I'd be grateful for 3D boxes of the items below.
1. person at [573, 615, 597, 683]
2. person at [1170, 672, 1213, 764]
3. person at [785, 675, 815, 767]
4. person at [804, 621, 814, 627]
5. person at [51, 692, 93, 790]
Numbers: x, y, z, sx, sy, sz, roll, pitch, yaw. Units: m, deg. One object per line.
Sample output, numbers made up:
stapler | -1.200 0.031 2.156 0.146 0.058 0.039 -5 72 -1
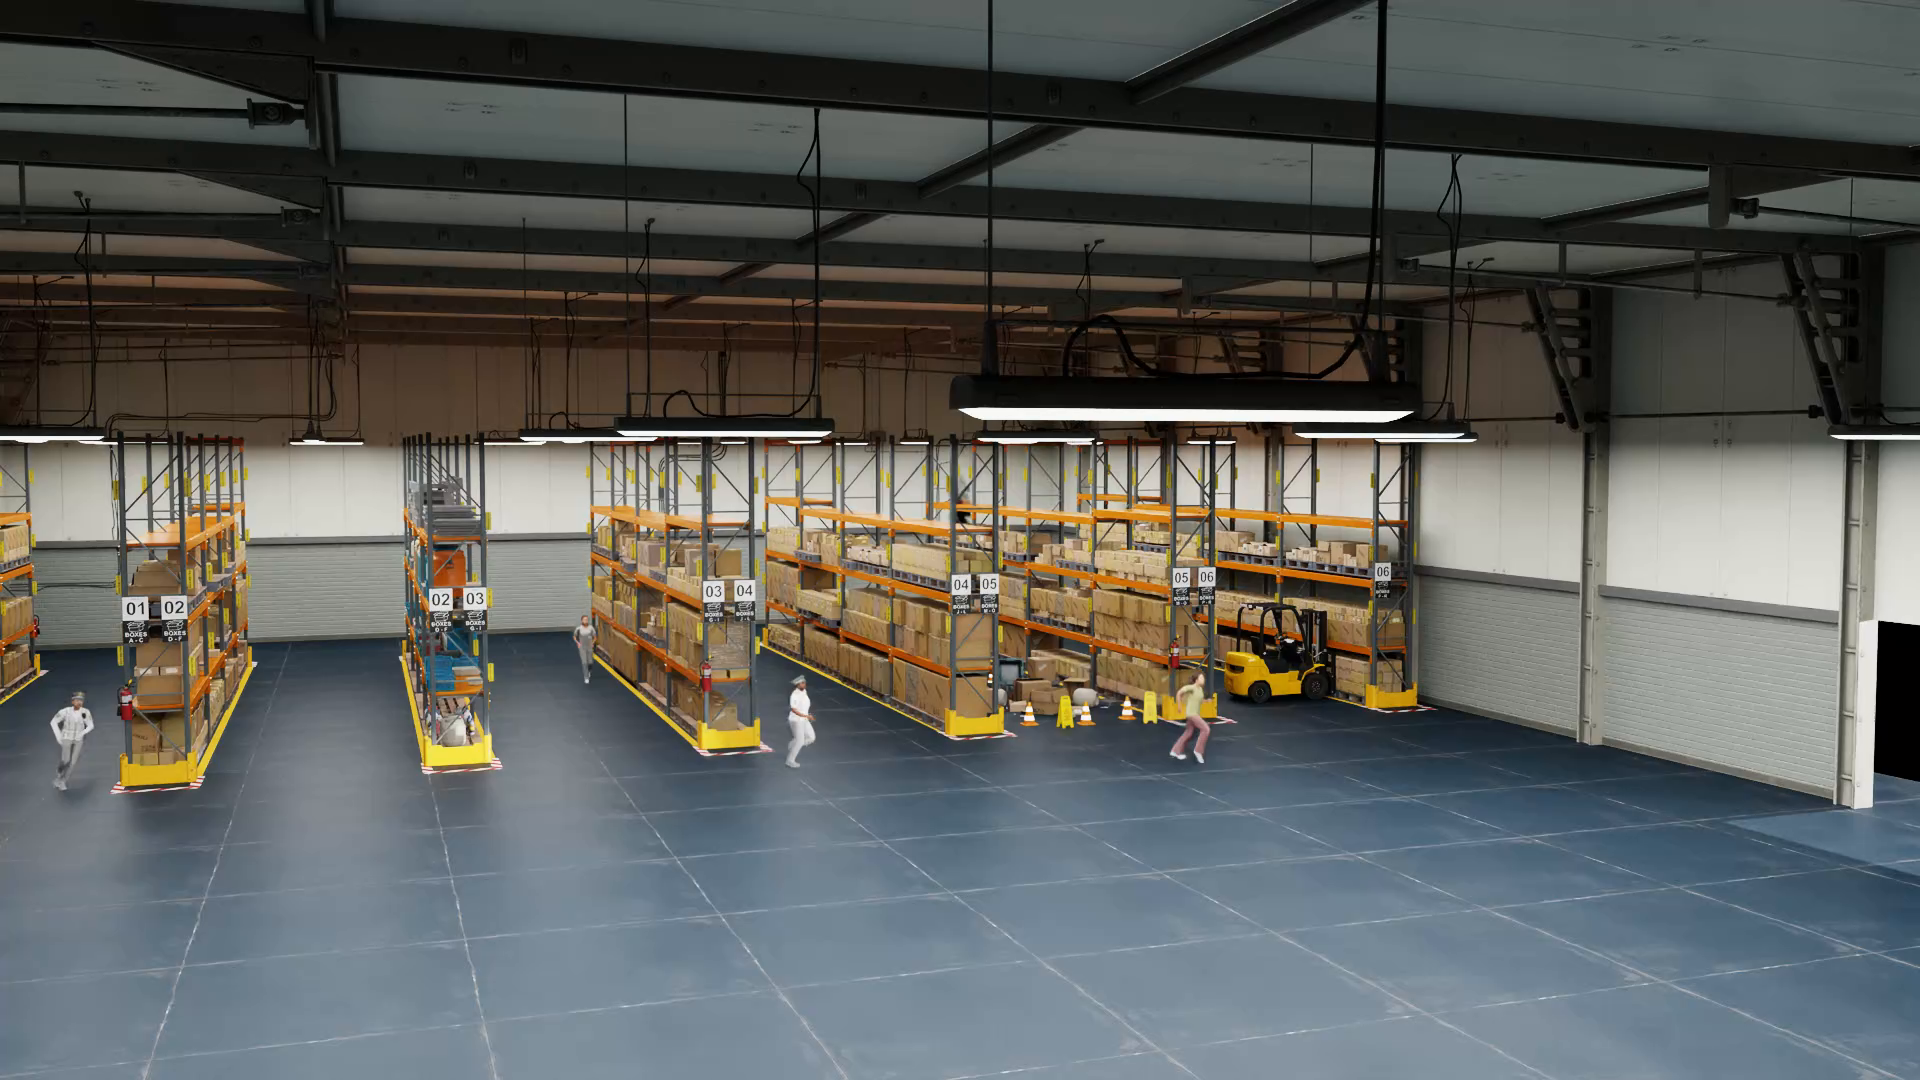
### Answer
person | -9.172 2.653 40.652 0.574 1.644 0.618 -1 3 -19
person | 4.201 3.216 30.196 0.796 1.668 0.602 2 4 27
person | -2.841 3.245 29.908 0.607 1.664 0.607 1 3 22
person | -4.703 1.879 49.994 0.723 1.850 0.627 -2 4 -29
person | -14.885 3.364 27.917 0.633 1.629 0.546 -3 4 -41
